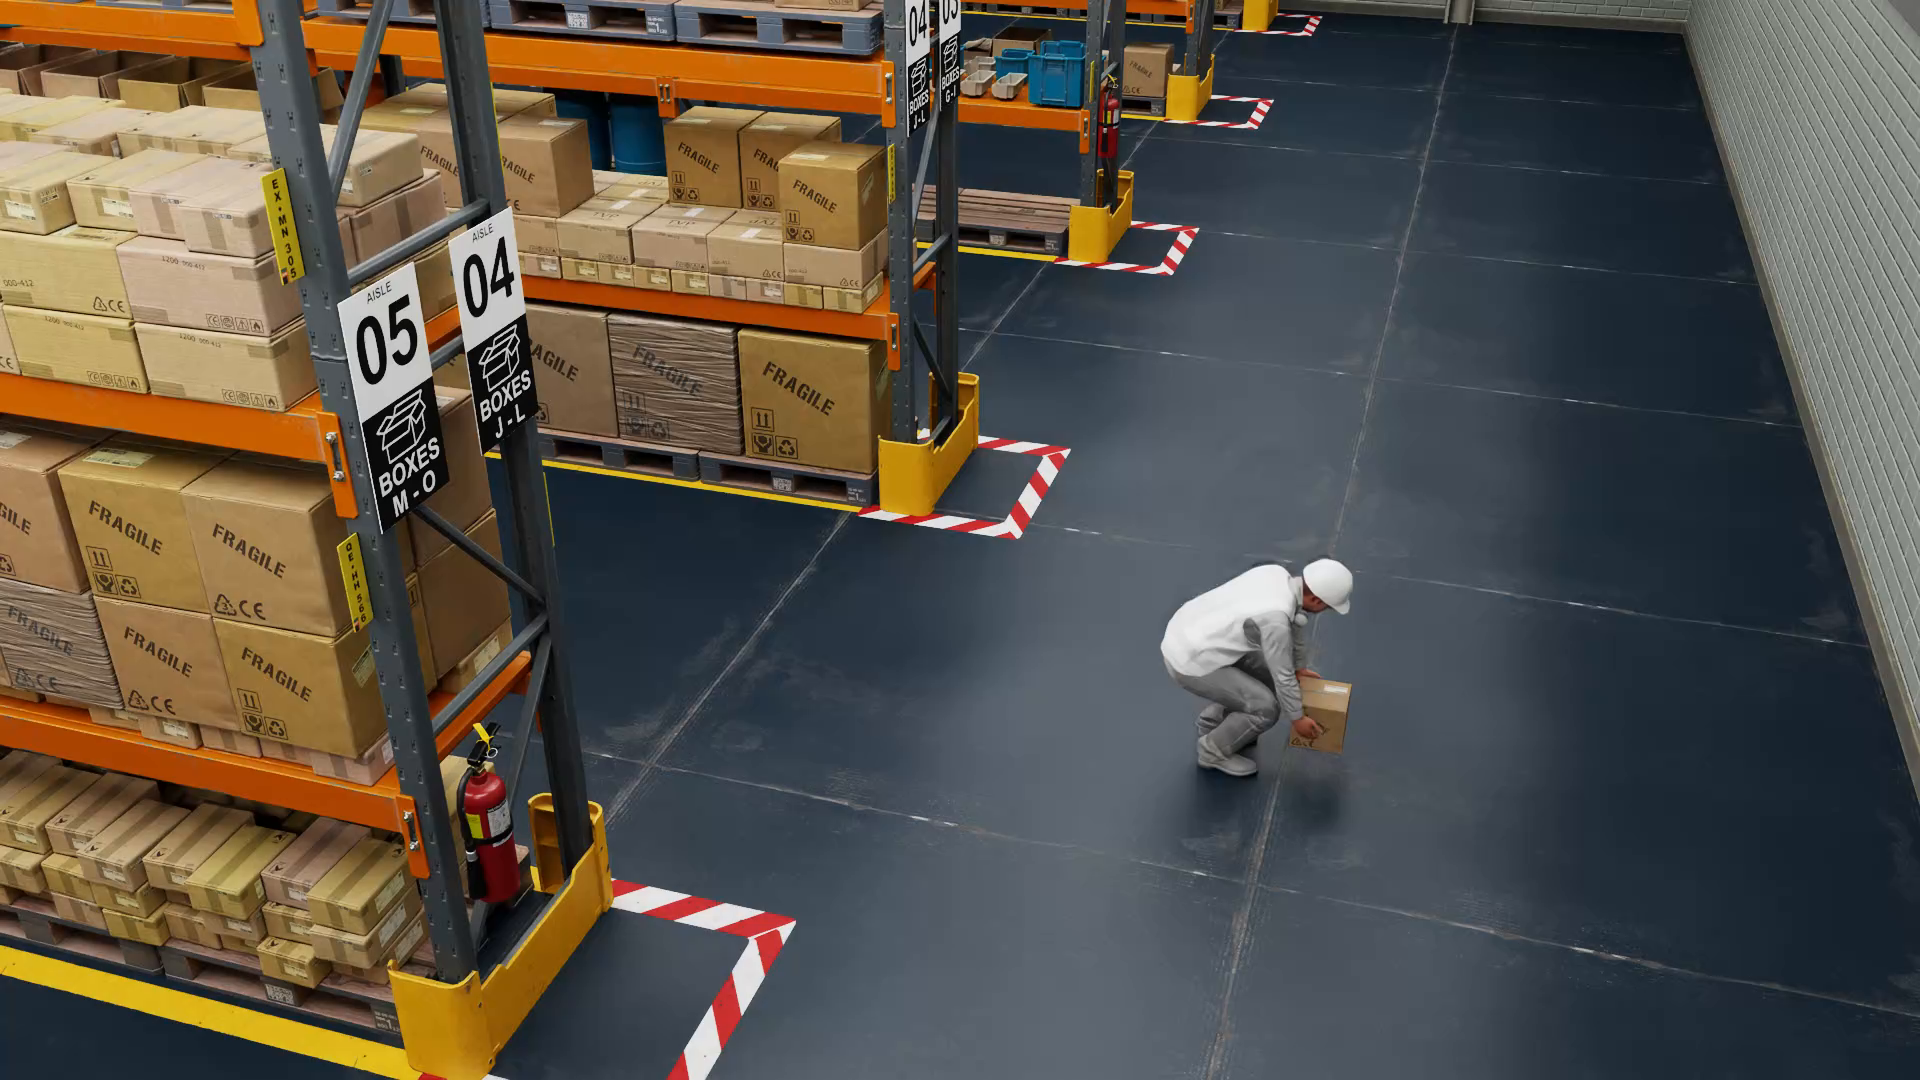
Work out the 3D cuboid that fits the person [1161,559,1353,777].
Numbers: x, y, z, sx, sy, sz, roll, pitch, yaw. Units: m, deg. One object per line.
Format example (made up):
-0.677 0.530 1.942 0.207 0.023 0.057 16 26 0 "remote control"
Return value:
1.426 0.564 8.114 0.862 1.147 0.560 8 30 15 "person"
